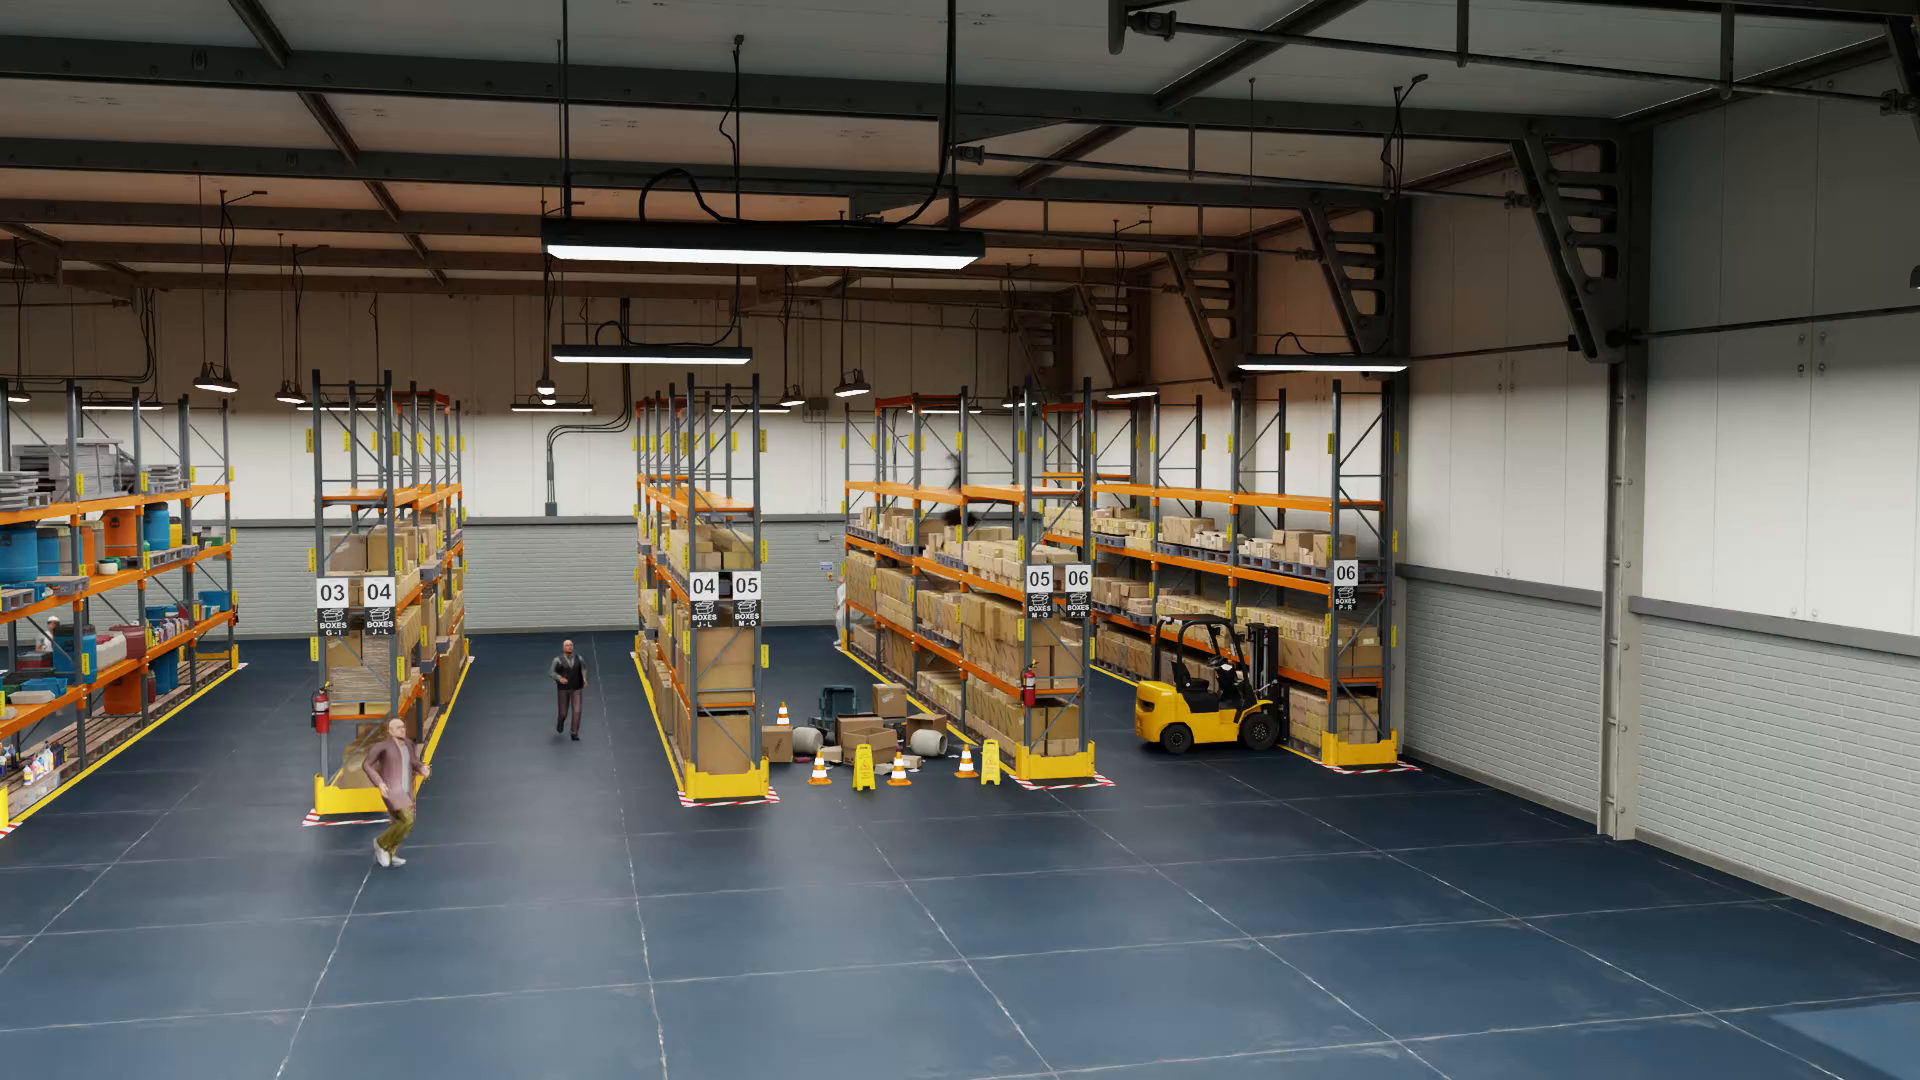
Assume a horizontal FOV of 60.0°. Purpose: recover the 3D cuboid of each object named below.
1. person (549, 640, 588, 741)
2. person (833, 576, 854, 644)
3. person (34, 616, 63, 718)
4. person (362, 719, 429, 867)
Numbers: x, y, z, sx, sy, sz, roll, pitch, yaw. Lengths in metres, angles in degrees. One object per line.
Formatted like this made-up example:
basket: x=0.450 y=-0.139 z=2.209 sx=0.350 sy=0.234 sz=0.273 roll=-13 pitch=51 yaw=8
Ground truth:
person: x=-6.605 y=2.537 z=28.151 sx=0.669 sy=1.684 sz=0.760 roll=-2 pitch=4 yaw=-25
person: x=-2.794 y=1.742 z=41.534 sx=0.774 sy=1.762 sz=0.730 roll=0 pitch=3 yaw=5
person: x=-16.729 y=2.315 z=30.732 sx=0.642 sy=1.829 sz=0.850 roll=-1 pitch=4 yaw=-20
person: x=-6.614 y=2.986 z=19.685 sx=0.665 sy=1.747 sz=0.687 roll=1 pitch=4 yaw=23
